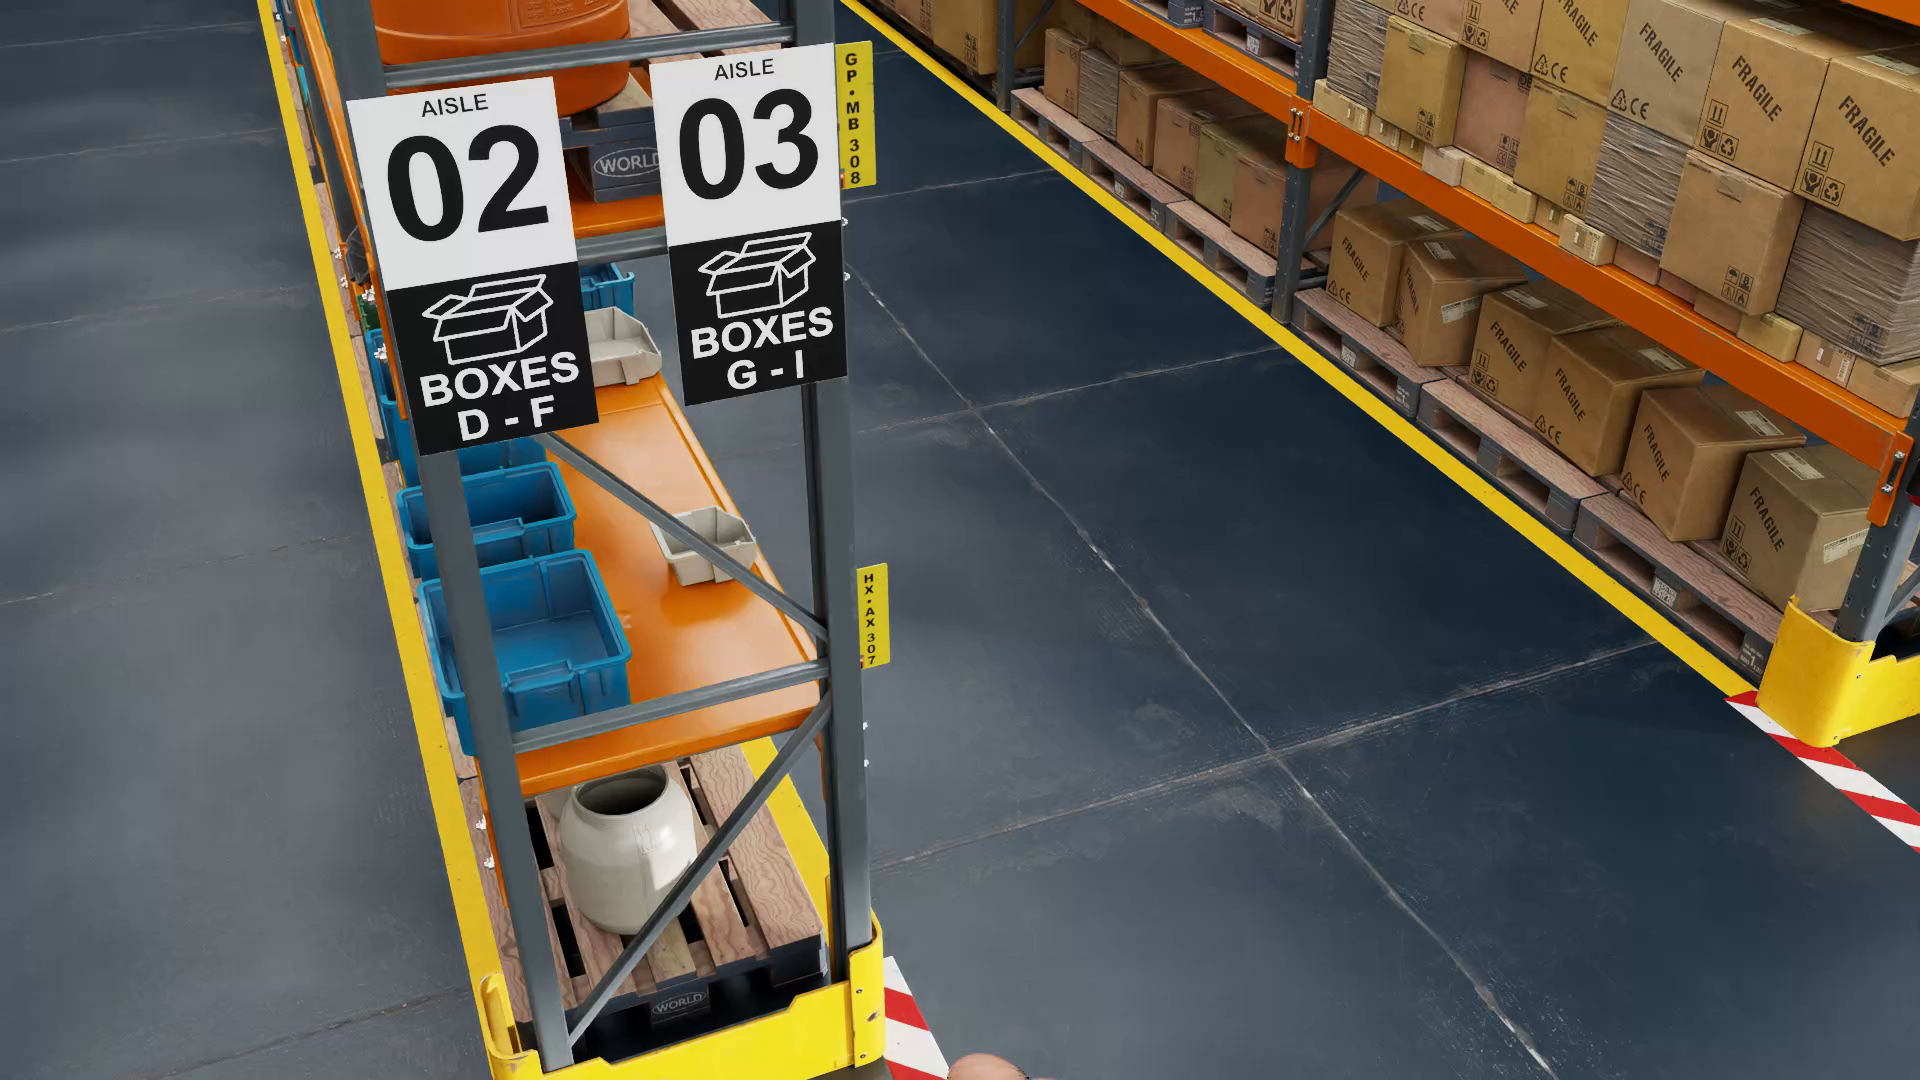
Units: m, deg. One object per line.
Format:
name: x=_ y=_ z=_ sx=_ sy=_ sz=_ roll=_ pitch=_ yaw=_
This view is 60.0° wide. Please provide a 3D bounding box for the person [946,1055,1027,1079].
person: x=0.058 y=1.716 z=3.559 sx=0.534 sy=1.714 sz=0.355 roll=-12 pitch=35 yaw=-18
